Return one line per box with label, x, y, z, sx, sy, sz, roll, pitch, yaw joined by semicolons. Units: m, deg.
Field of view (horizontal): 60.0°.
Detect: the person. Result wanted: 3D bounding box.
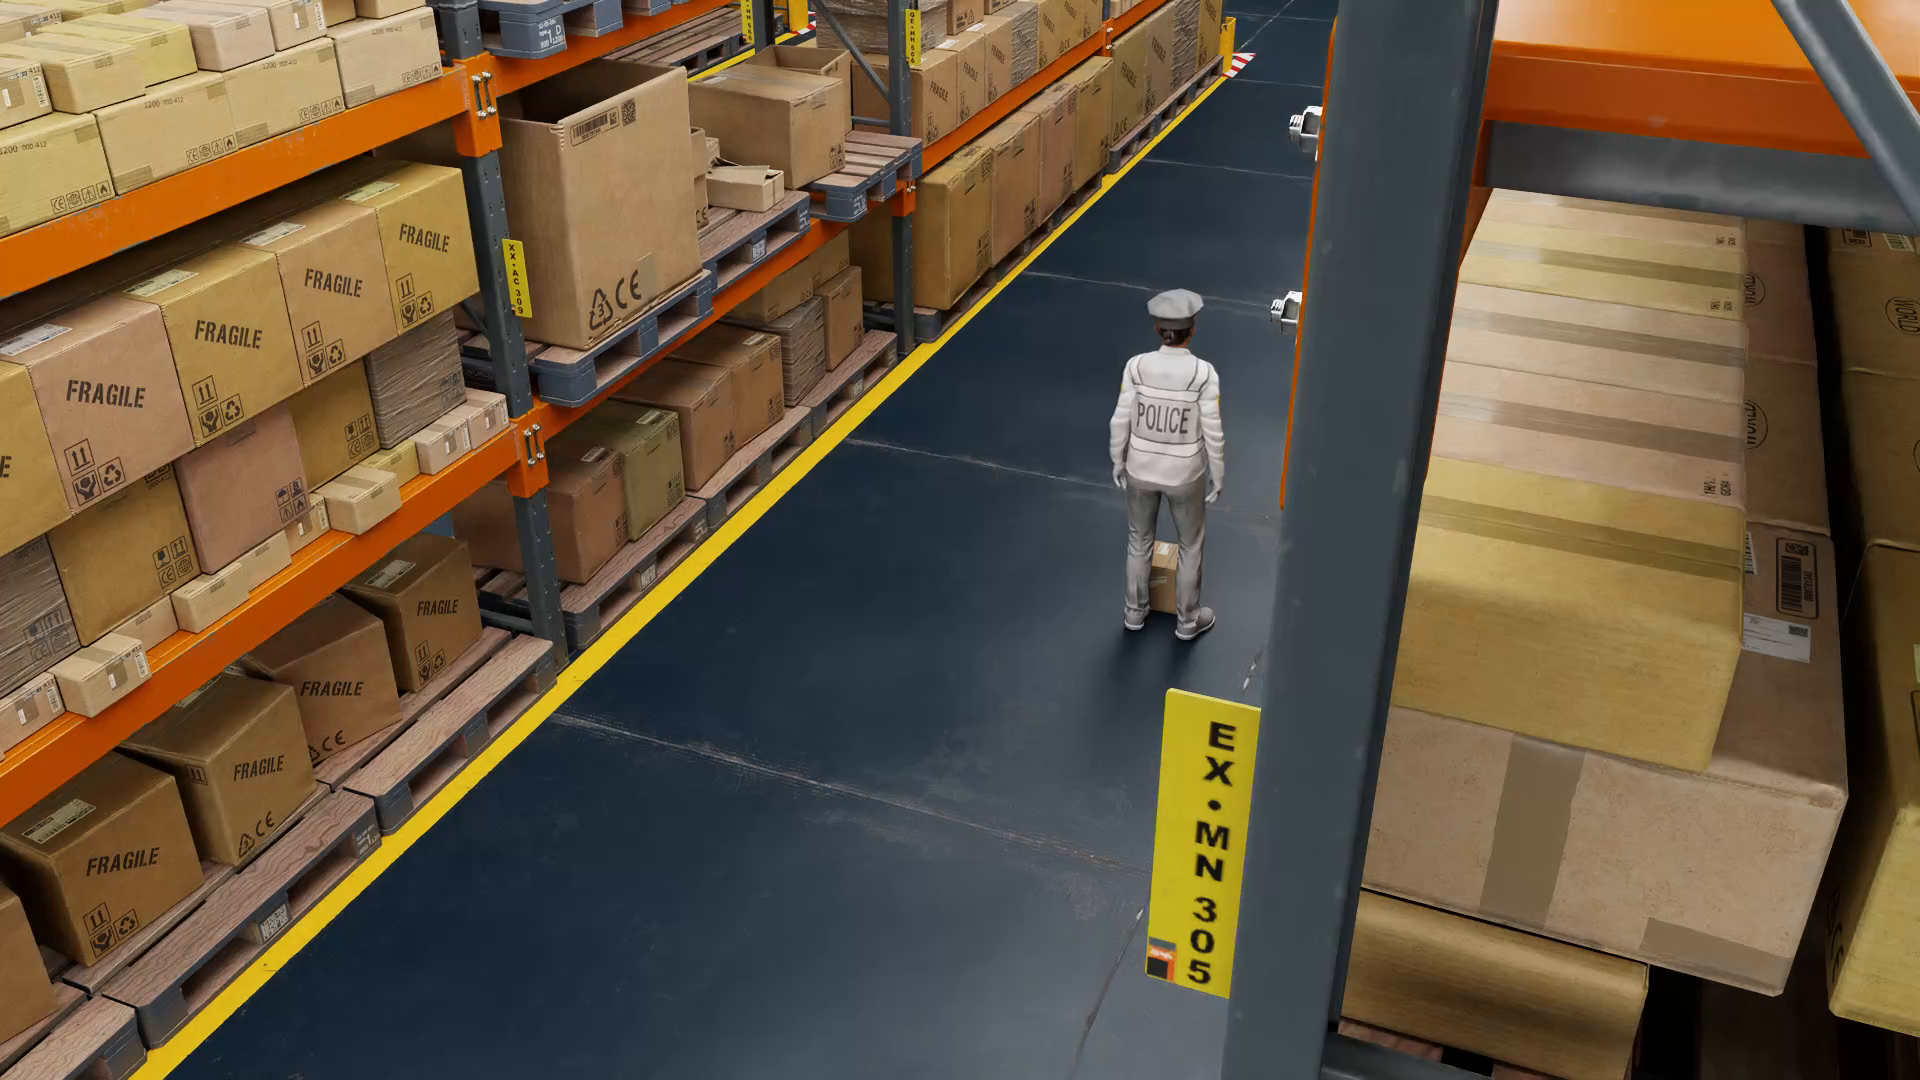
person;0.954;-0.316;7.676;0.539;1.663;0.377;11;31;18
